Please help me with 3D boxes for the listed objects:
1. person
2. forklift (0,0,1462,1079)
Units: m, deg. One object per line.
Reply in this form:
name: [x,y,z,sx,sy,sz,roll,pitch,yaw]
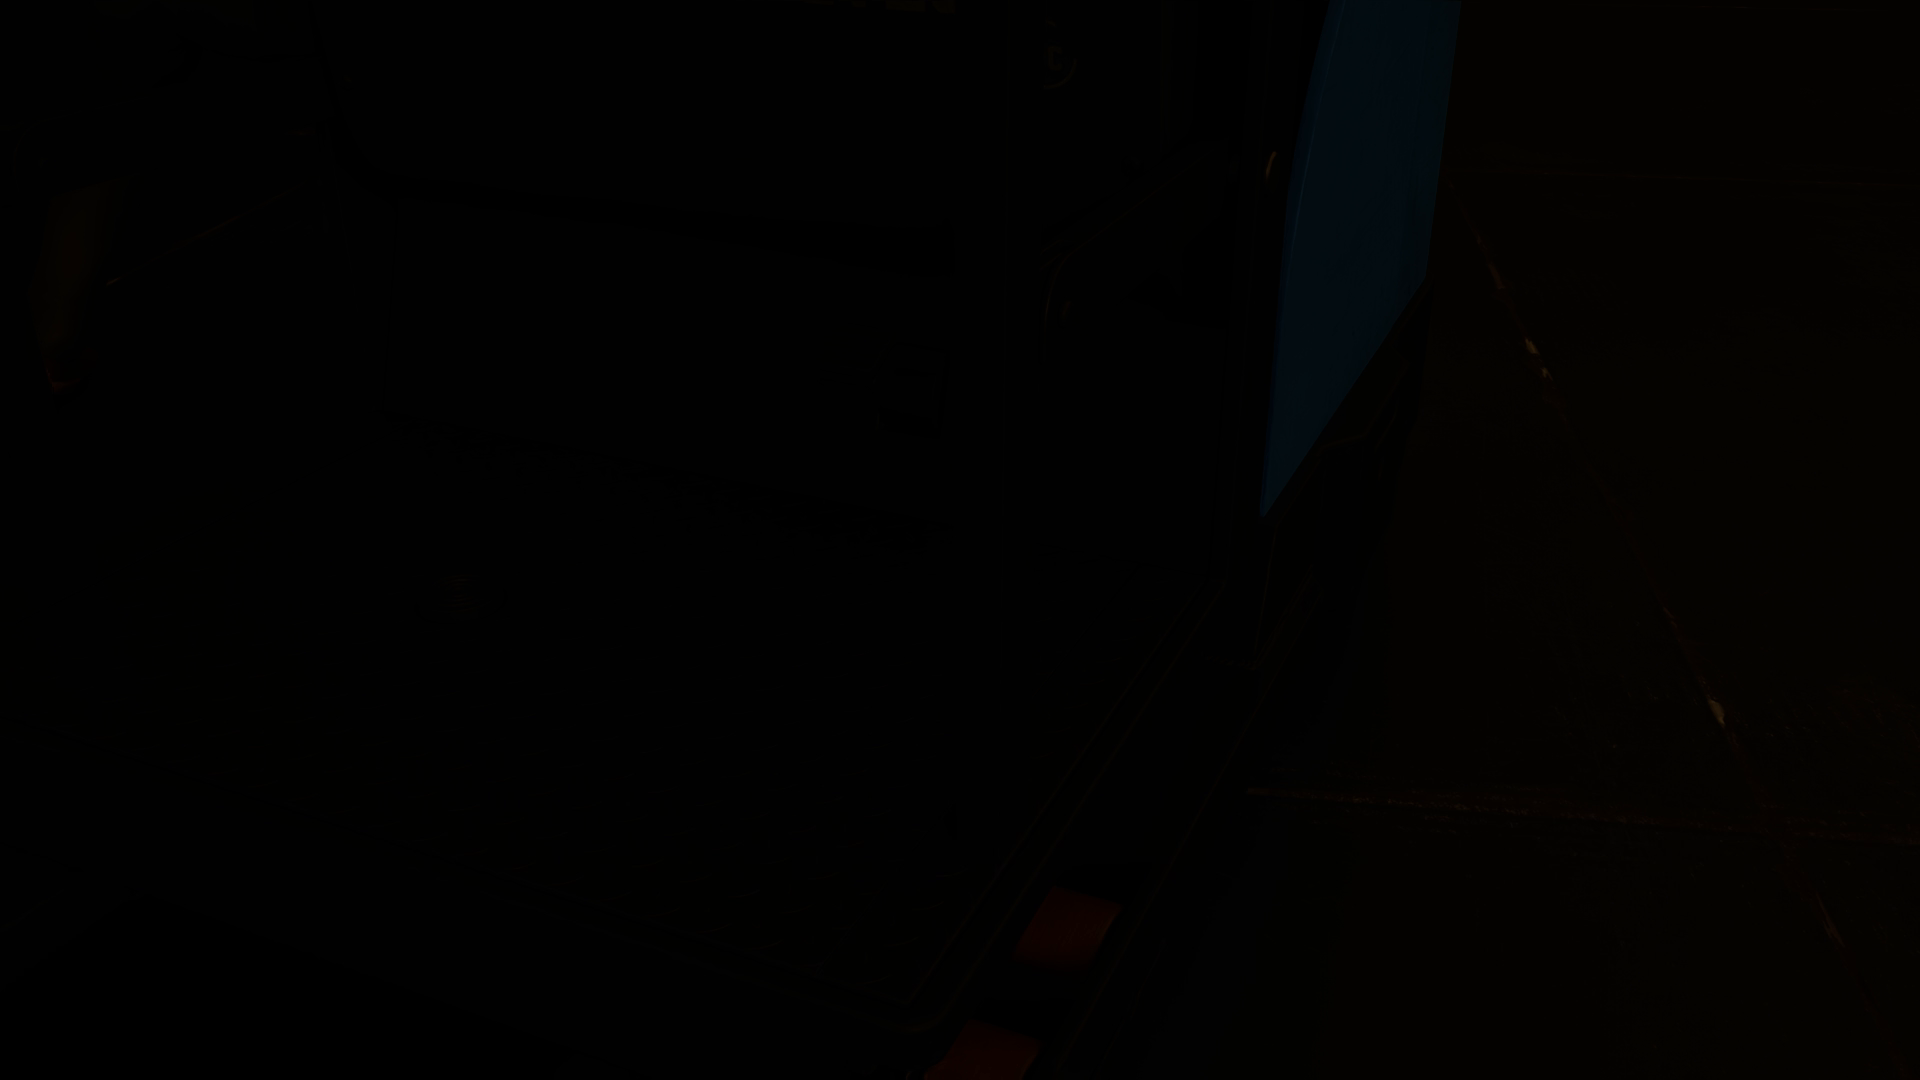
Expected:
person: [-1.343,-0.999,2.850,0.896,1.532,0.689,11,29,22]
forklift: [-0.316,-0.967,1.156,1.130,2.935,3.031,12,29,22]
